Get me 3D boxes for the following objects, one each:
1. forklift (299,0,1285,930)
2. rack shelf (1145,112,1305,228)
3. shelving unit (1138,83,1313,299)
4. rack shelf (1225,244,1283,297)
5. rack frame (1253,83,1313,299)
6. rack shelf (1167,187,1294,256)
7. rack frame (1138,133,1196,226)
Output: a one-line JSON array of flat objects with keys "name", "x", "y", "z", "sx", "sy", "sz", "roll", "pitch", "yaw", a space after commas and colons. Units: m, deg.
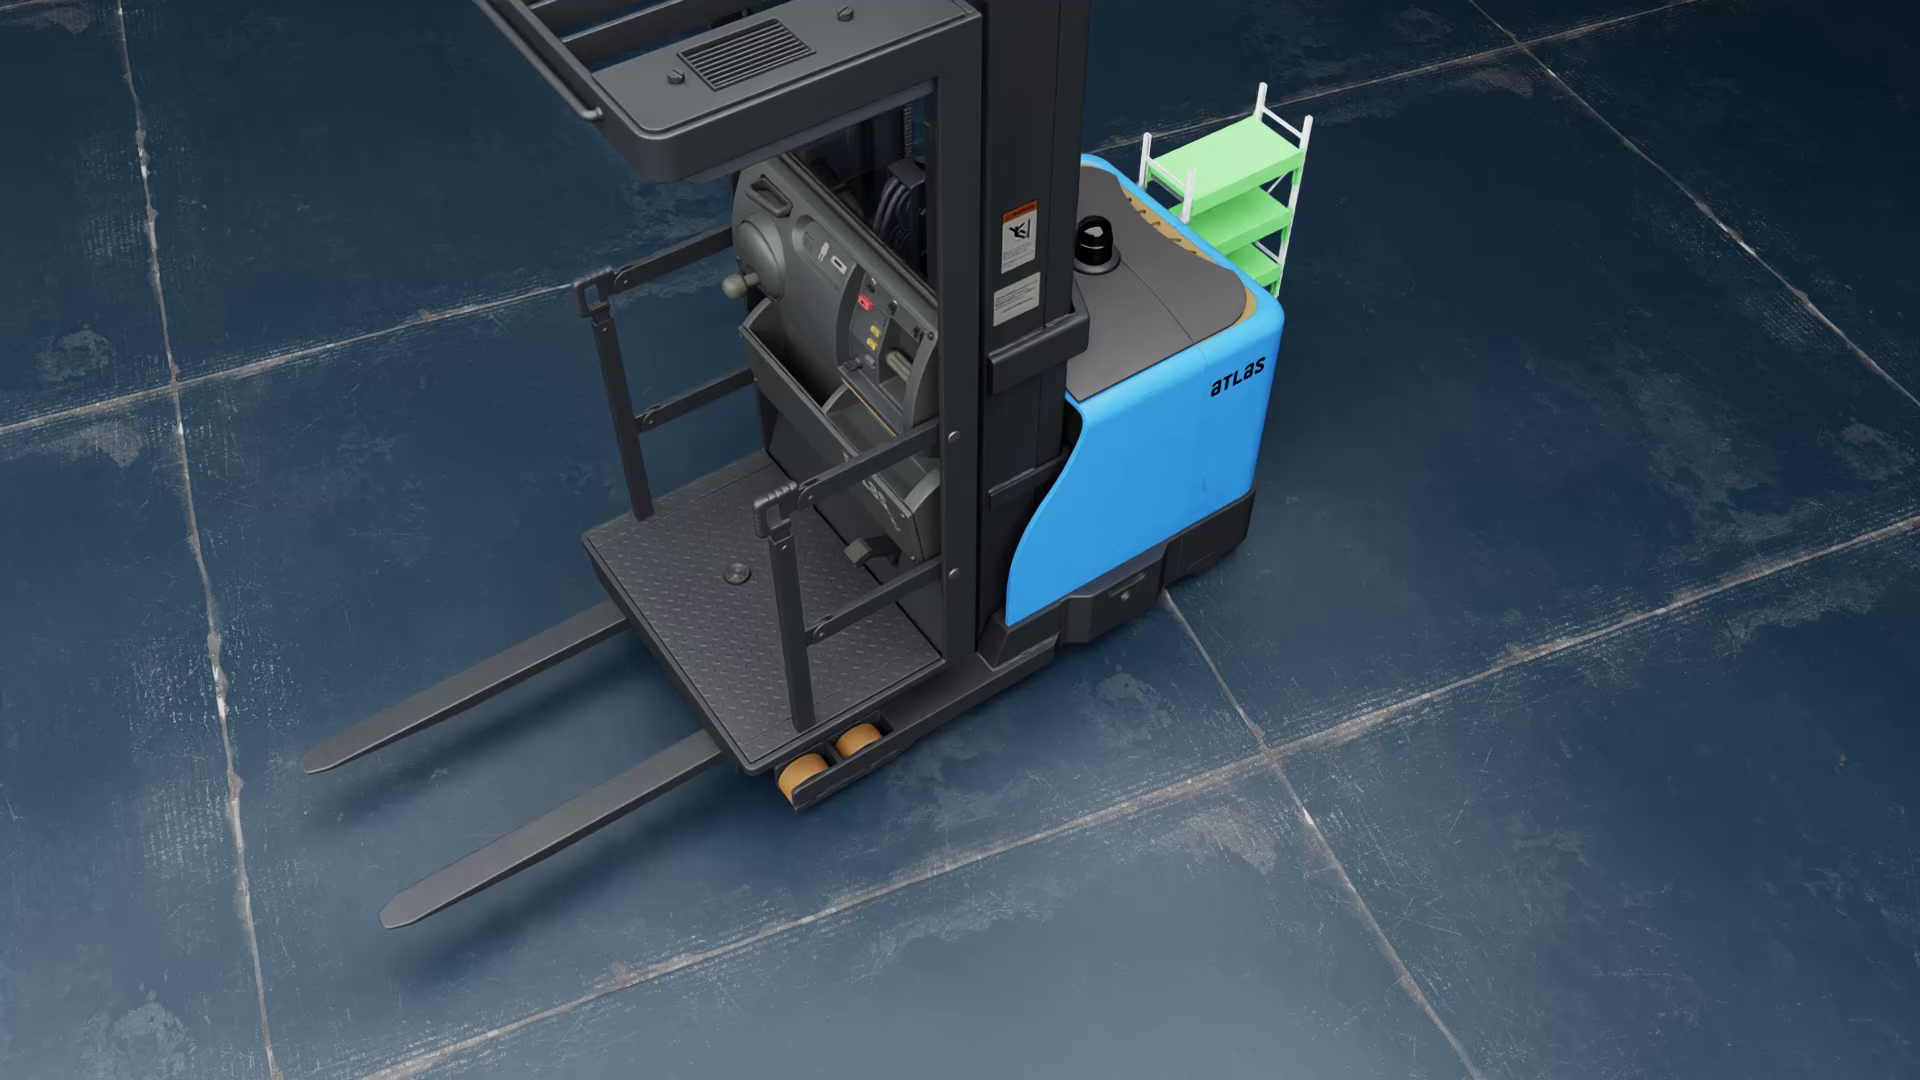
[{"name": "forklift", "x": -0.516, "y": -0.607, "z": 4.340, "sx": 3.031, "sy": 2.935, "sz": 1.130, "roll": -28, "pitch": 55, "yaw": -22}, {"name": "rack shelf", "x": 0.856, "y": -1.199, "z": 5.438, "sx": 0.480, "sy": 0.148, "sz": 0.258, "roll": -28, "pitch": 55, "yaw": -22}, {"name": "shelving unit", "x": 0.854, "y": -0.927, "z": 5.753, "sx": 0.503, "sy": 1.200, "sz": 0.258, "roll": -28, "pitch": 55, "yaw": -22}, {"name": "rack shelf", "x": 0.853, "y": -0.885, "z": 5.801, "sx": 0.480, "sy": 0.148, "sz": 0.258, "roll": -28, "pitch": 55, "yaw": -22}, {"name": "rack frame", "x": 1.054, "y": -1.032, "z": 5.845, "sx": 0.015, "sy": 1.200, "sz": 0.240, "roll": -28, "pitch": 55, "yaw": -22}, {"name": "rack shelf", "x": 0.855, "y": -1.042, "z": 5.620, "sx": 0.480, "sy": 0.148, "sz": 0.258, "roll": -28, "pitch": 55, "yaw": -22}, {"name": "rack frame", "x": 0.653, "y": -0.823, "z": 5.661, "sx": 0.015, "sy": 1.200, "sz": 0.240, "roll": -28, "pitch": 55, "yaw": -22}]
